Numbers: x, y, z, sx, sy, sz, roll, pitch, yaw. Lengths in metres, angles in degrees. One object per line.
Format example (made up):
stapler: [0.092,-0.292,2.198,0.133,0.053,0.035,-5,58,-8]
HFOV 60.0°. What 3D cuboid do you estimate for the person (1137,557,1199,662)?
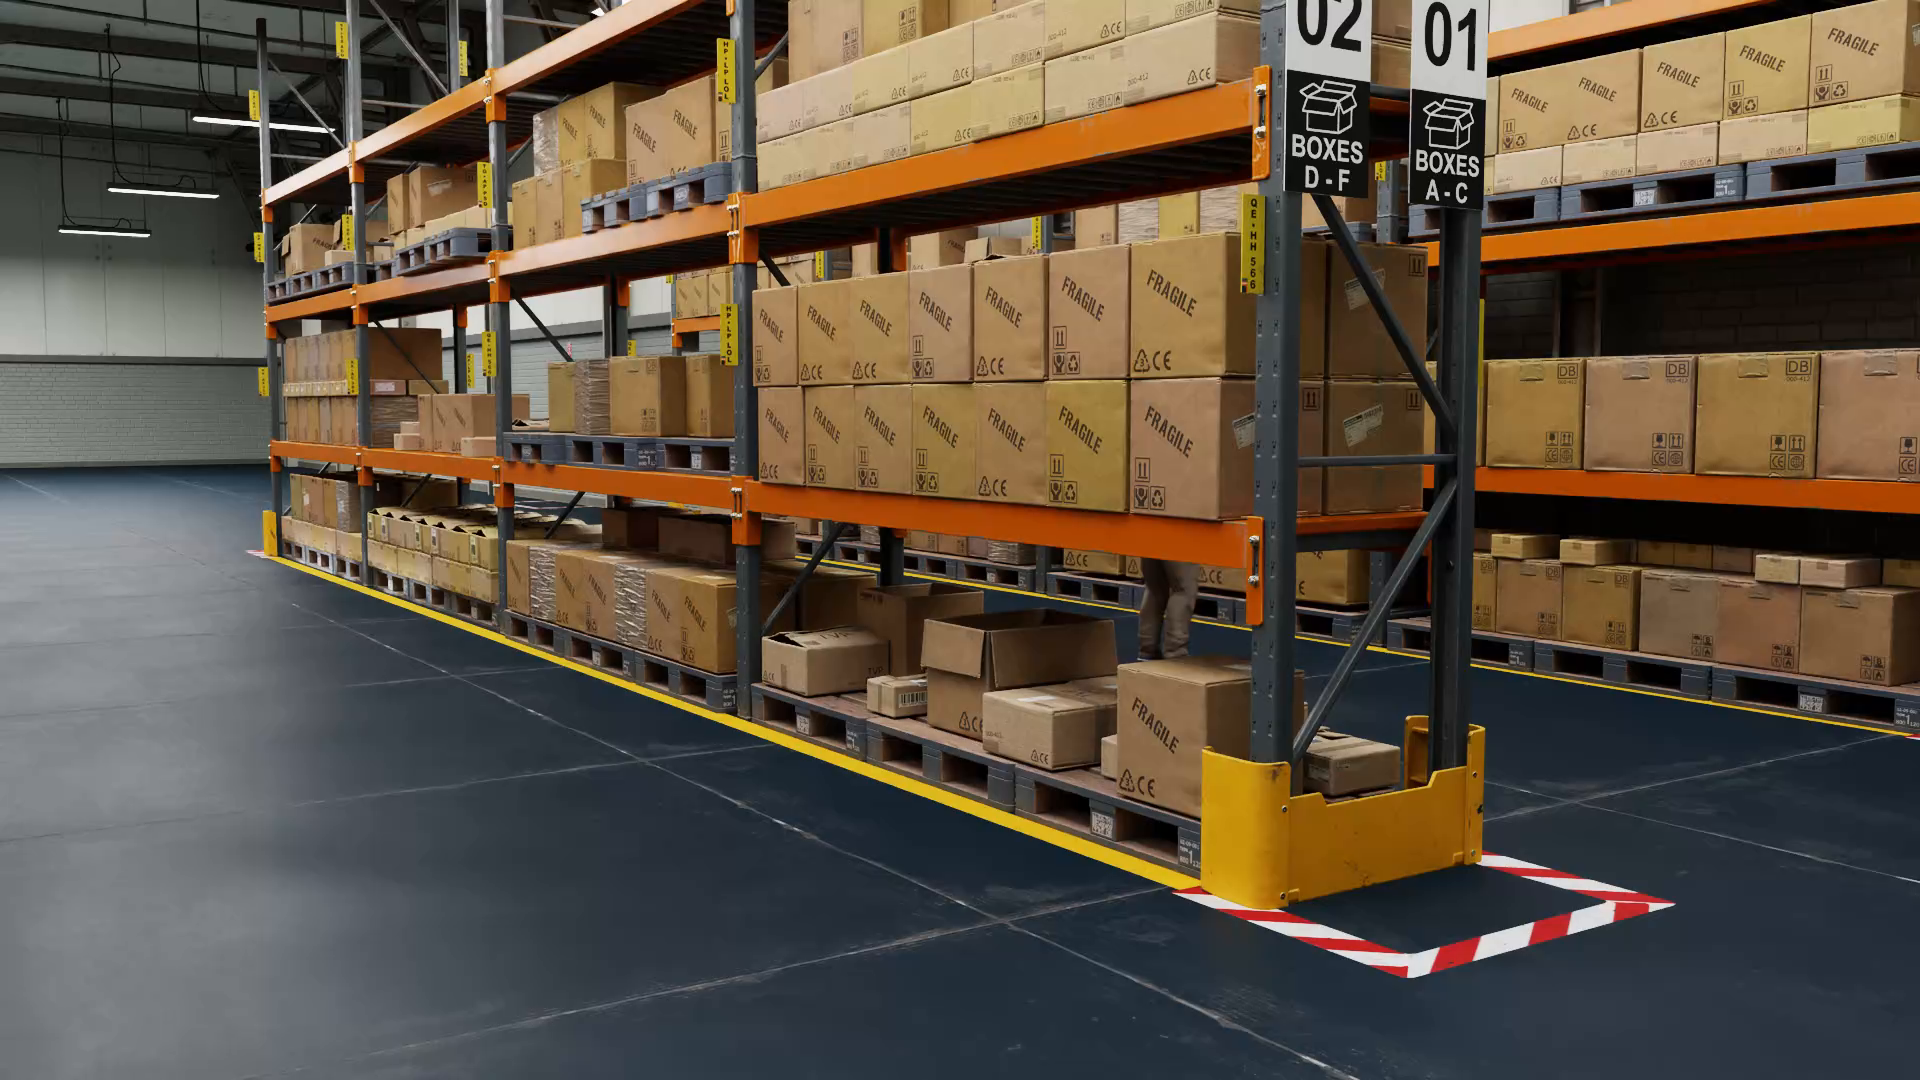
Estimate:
person: [1.429,-0.033,10.911,0.537,1.717,0.494,-3,5,-33]
